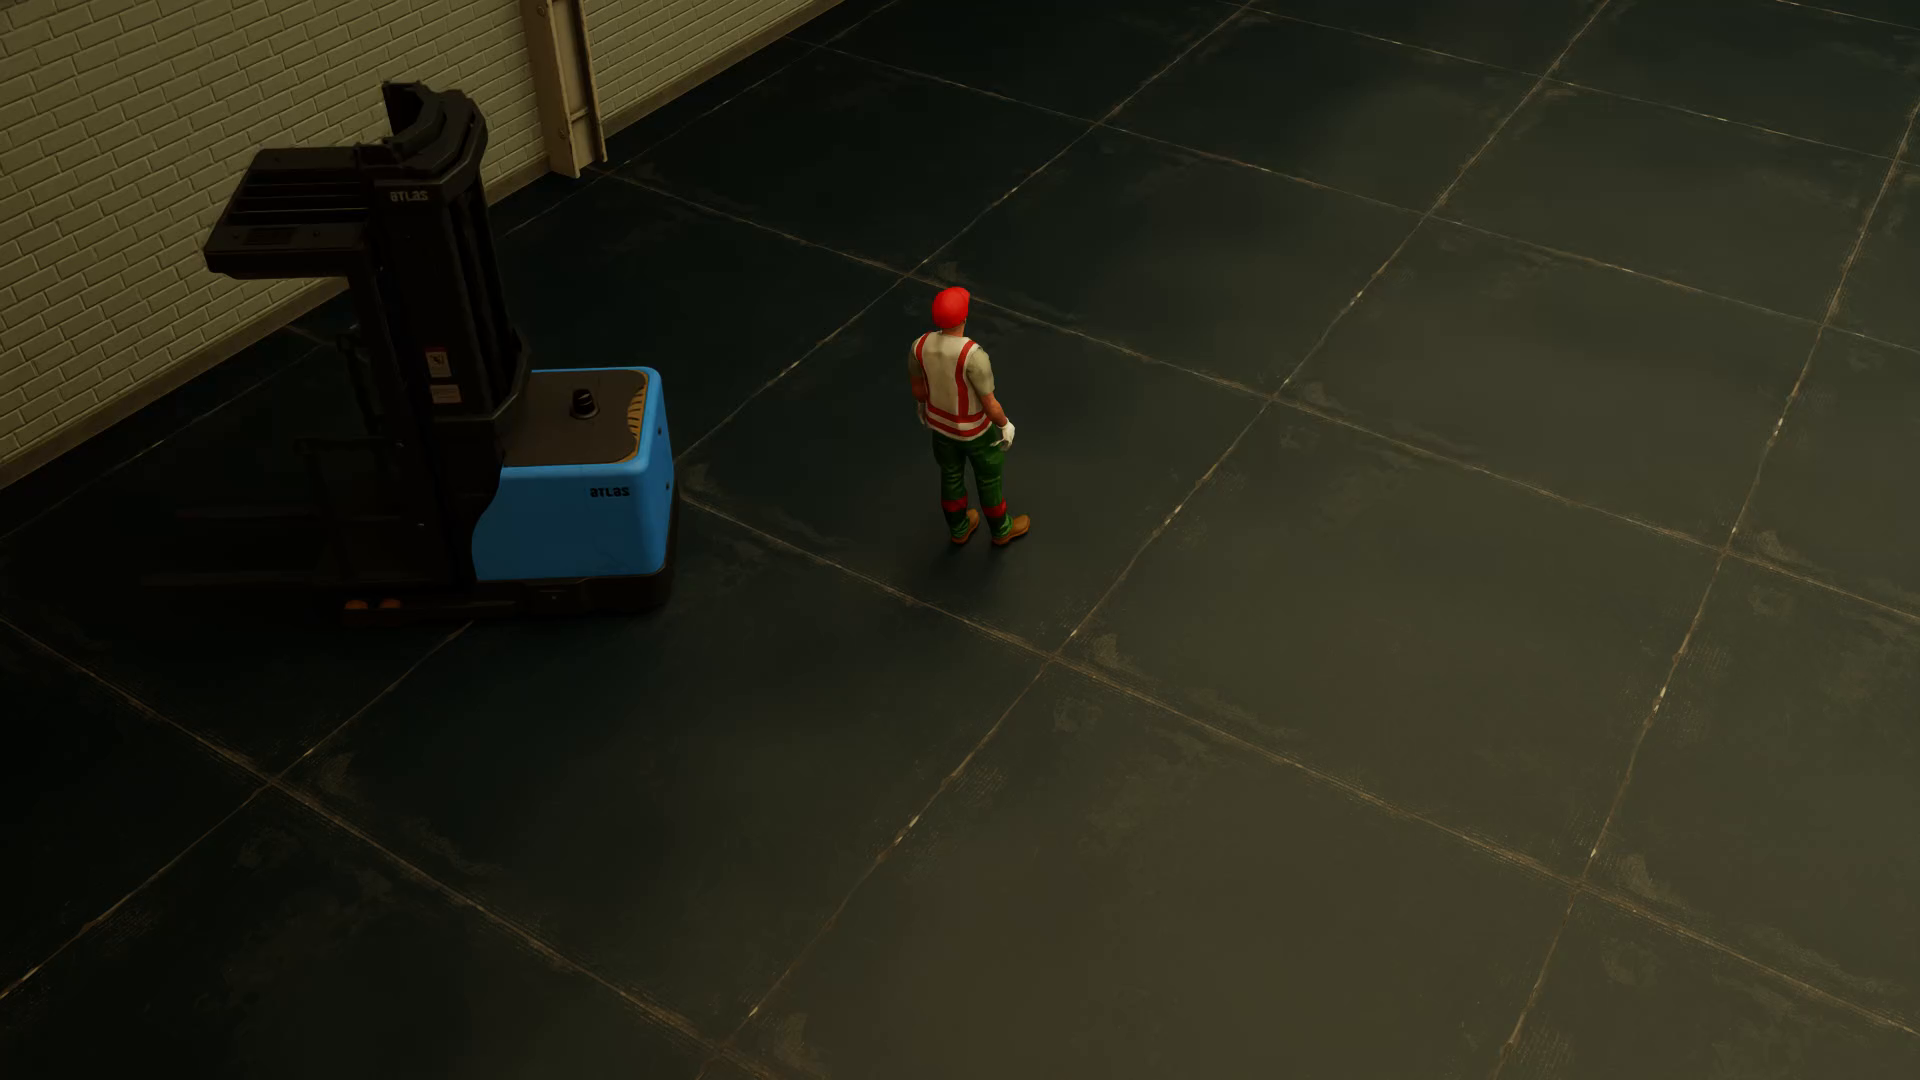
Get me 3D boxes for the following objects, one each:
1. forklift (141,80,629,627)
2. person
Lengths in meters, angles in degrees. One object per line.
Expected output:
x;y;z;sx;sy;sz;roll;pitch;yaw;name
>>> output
-3.233;-0.964;9.105;3.031;2.935;1.121;-2;40;-3;forklift
0.017;-0.691;9.652;0.638;1.688;0.421;22;45;24;person
